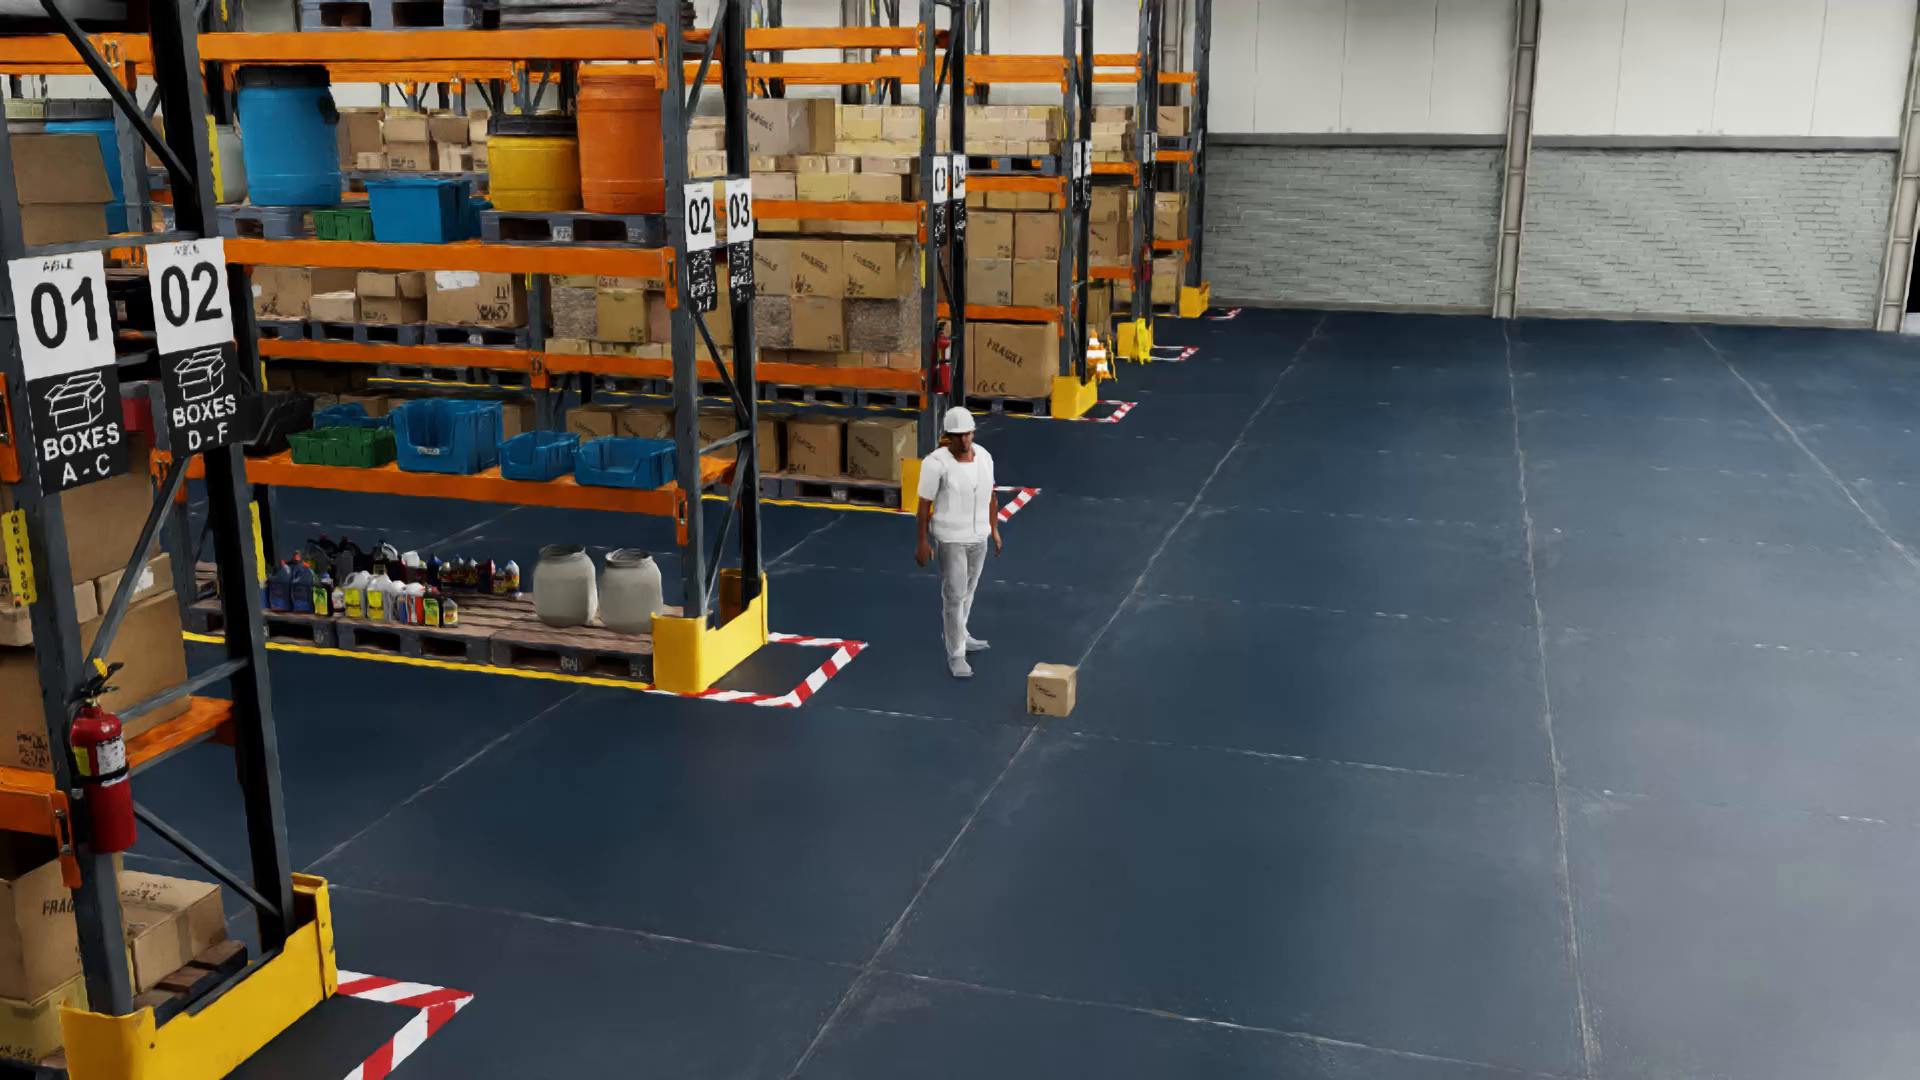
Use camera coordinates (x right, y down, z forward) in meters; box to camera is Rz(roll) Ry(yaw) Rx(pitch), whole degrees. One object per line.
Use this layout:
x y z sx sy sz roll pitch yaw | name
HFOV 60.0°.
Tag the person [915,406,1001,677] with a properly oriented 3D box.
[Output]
0.010 -0.020 11.031 0.591 1.771 0.582 -12 19 -39 | person
